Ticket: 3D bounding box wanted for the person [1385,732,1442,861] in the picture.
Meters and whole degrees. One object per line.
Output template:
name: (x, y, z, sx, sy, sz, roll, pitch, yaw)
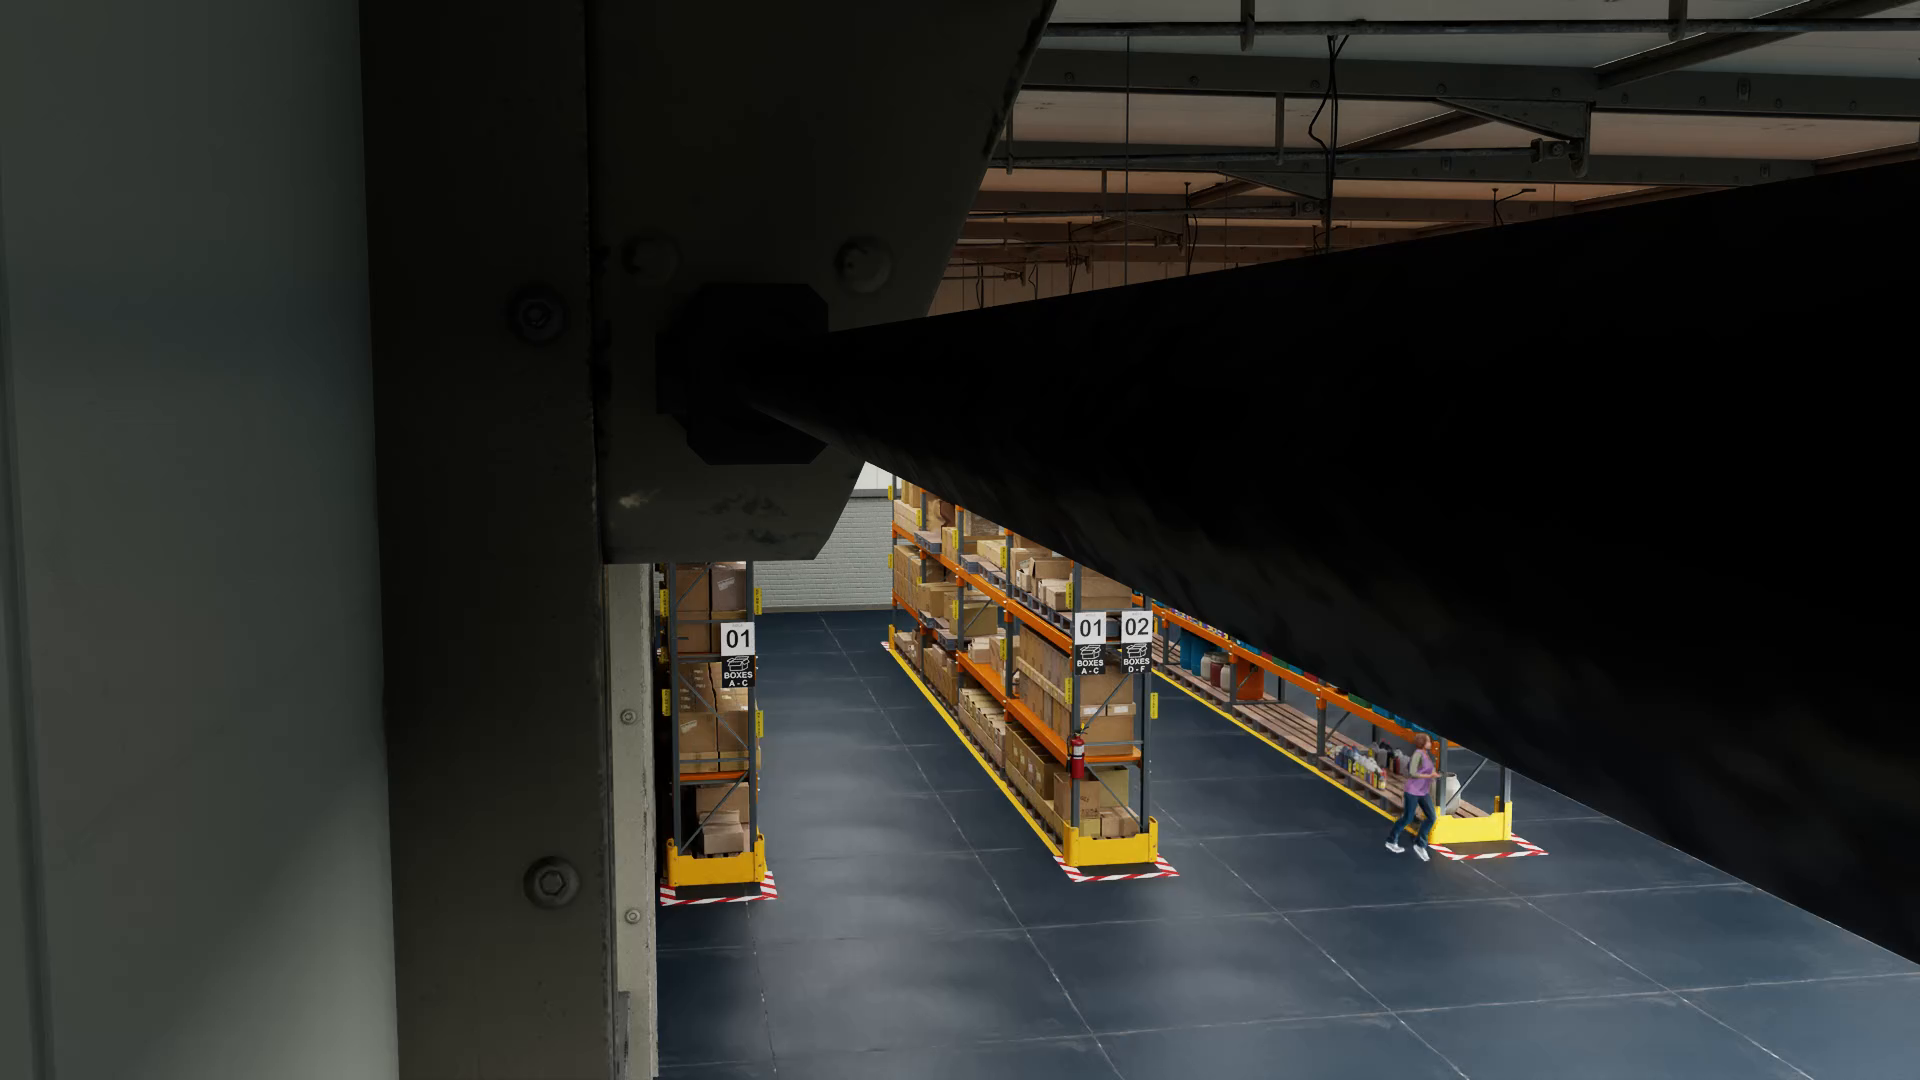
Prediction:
person: (5.831, 3.260, 21.213, 0.686, 1.635, 0.536, 5, 8, 39)
